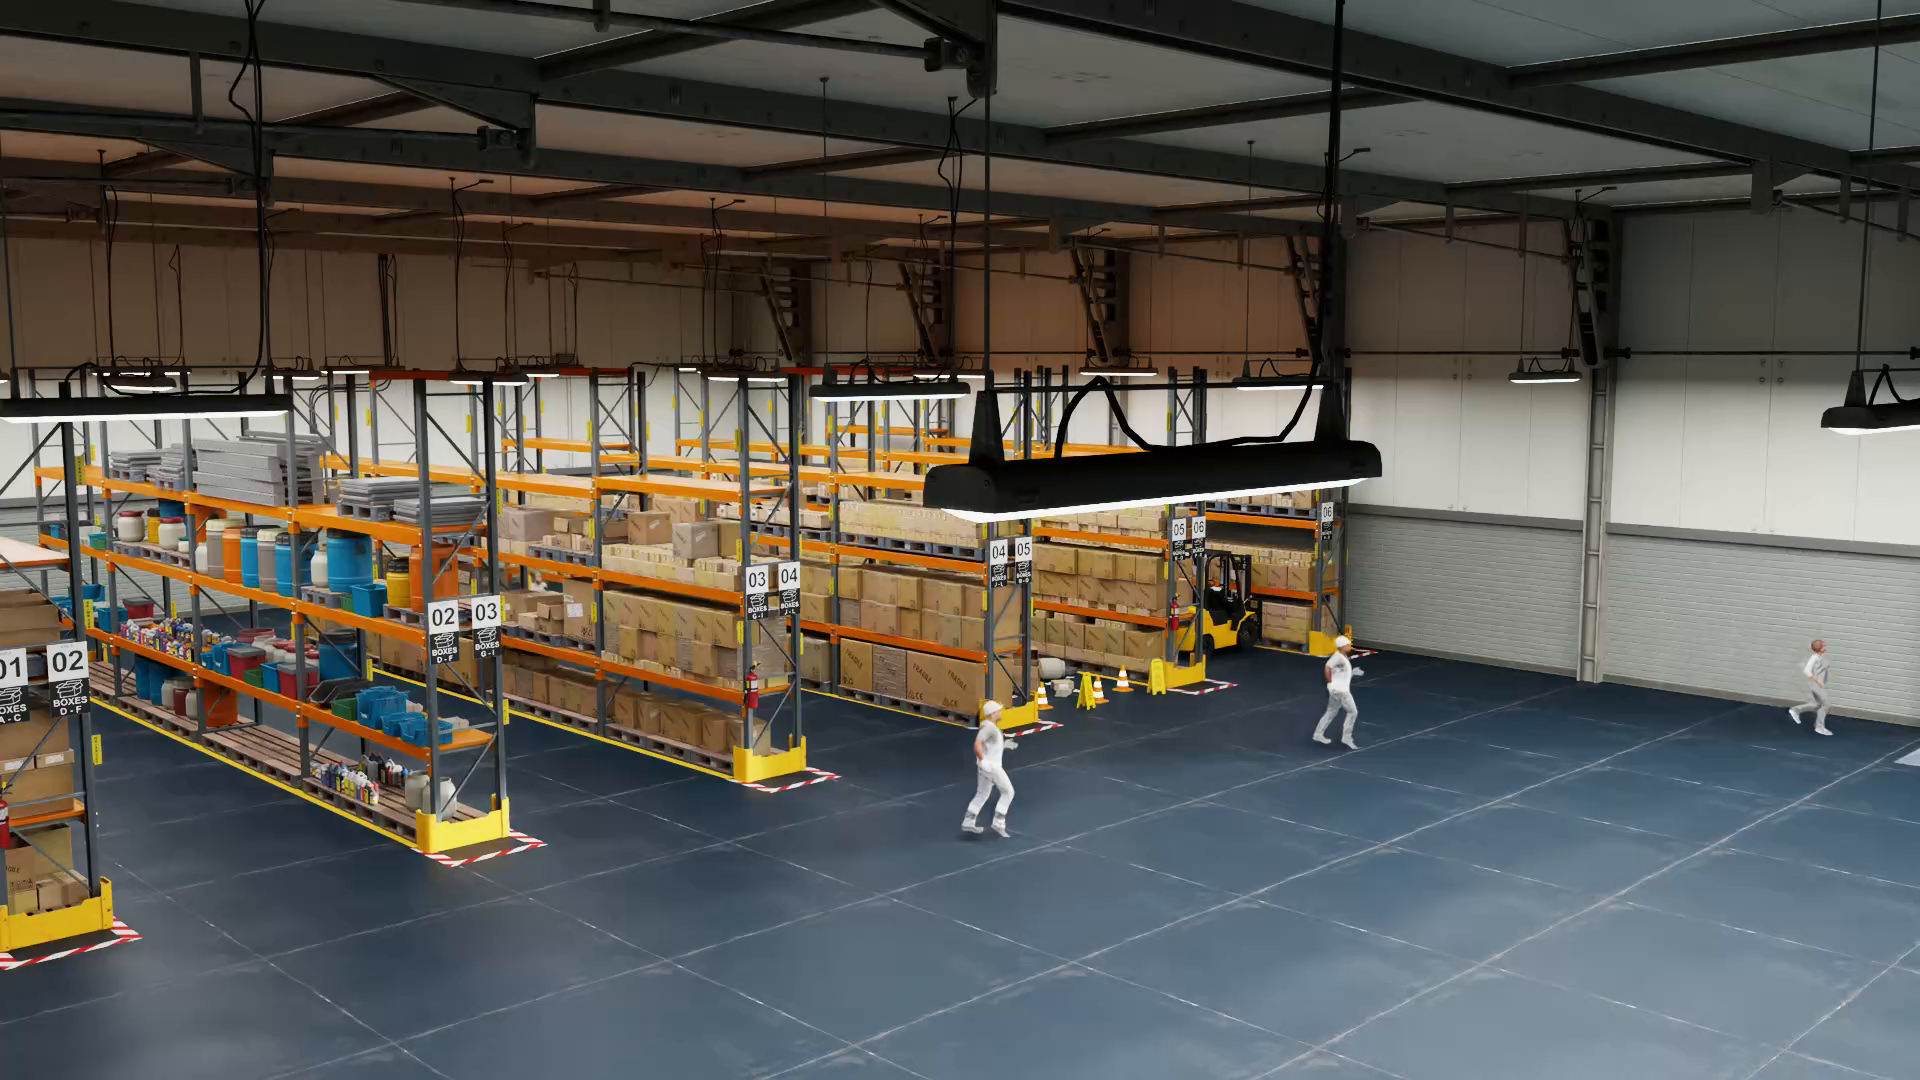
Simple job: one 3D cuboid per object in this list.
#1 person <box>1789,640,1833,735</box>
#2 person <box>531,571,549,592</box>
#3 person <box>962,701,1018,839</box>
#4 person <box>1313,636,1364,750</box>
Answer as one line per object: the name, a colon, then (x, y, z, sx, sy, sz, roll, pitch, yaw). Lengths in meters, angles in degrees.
person: (14.223, 2.436, 27.728, 0.669, 1.587, 0.534, 4, 8, 35)
person: (-9.082, 1.480, 35.806, 0.622, 1.682, 0.679, -5, 8, -40)
person: (0.402, 3.001, 21.746, 0.774, 1.828, 0.638, -2, 7, -13)
person: (6.075, 2.443, 26.657, 0.796, 1.829, 0.659, 0, 6, 3)
